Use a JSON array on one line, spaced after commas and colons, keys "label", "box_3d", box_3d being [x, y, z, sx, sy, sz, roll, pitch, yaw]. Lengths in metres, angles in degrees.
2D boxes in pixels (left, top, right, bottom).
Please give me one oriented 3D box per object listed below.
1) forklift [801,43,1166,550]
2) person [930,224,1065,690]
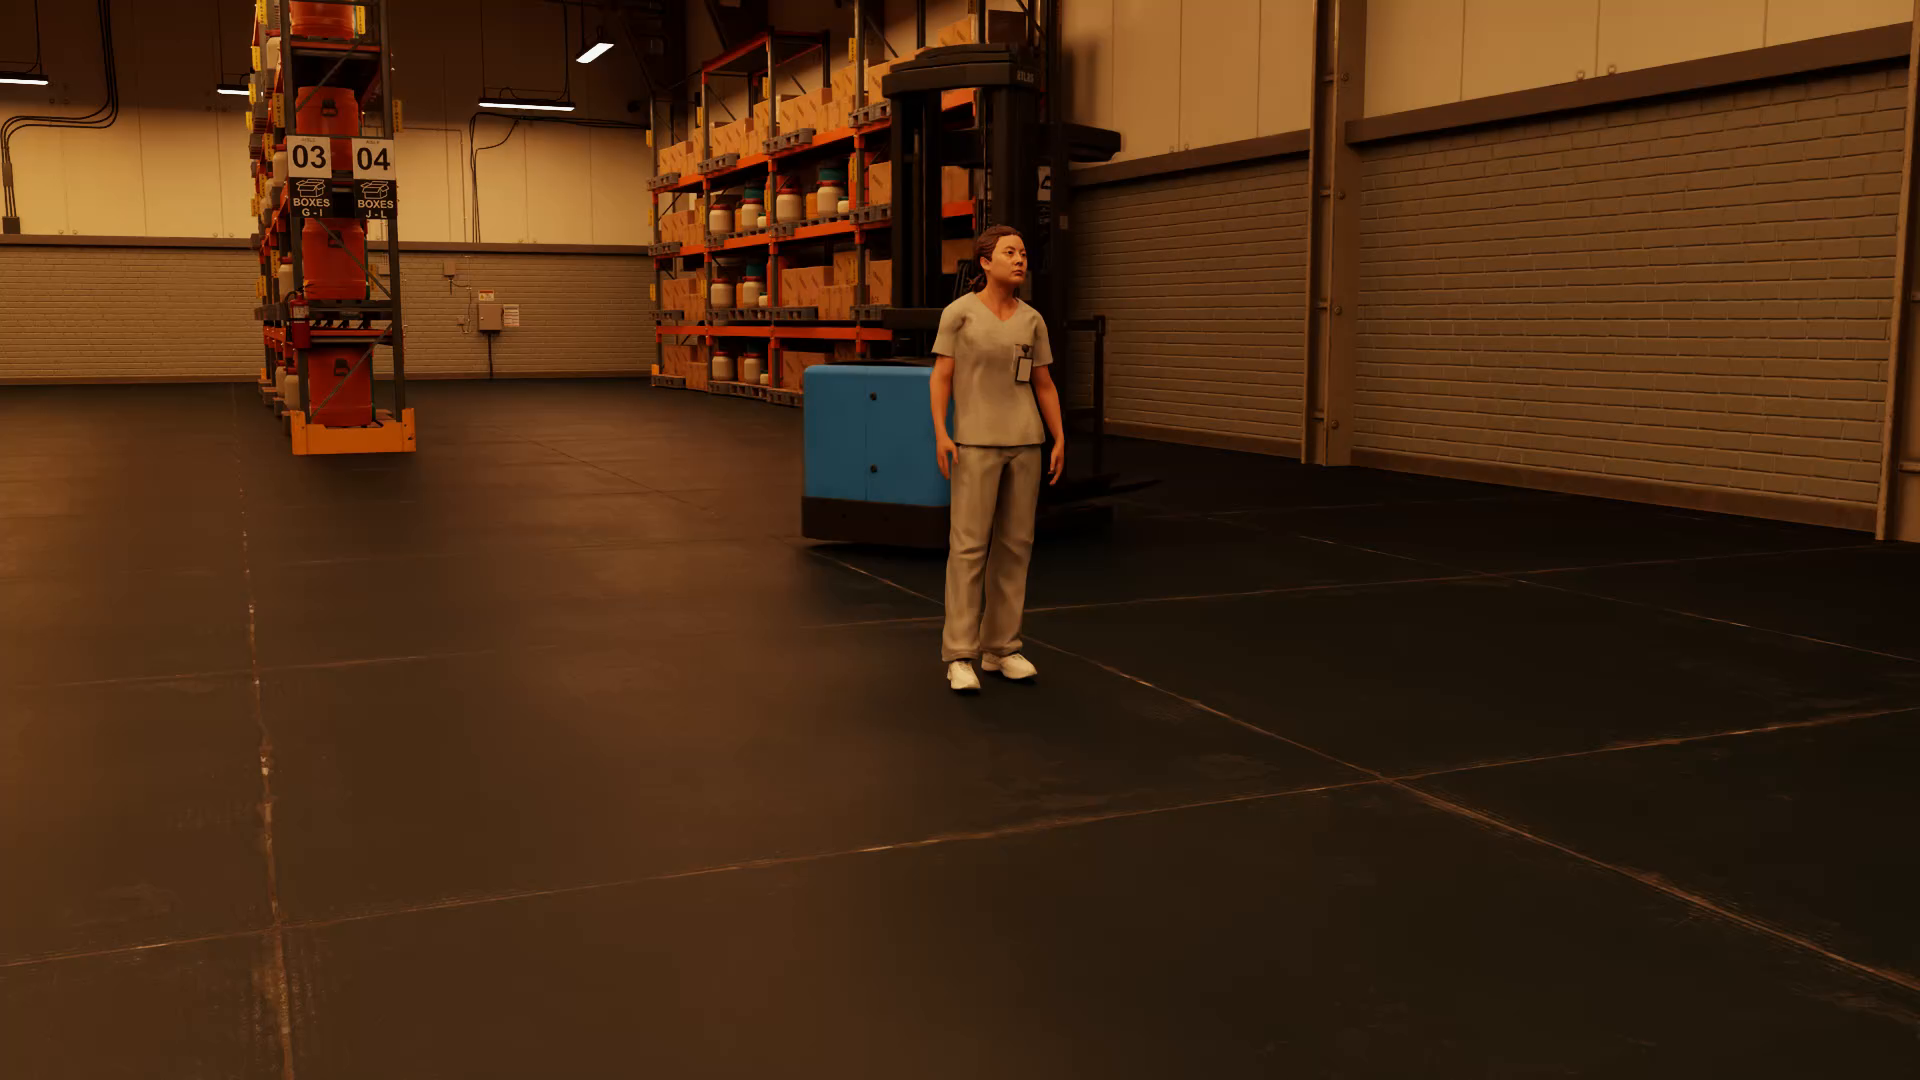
[{"label": "forklift", "box_3d": [0.320, -1.526, 10.514, 1.130, 2.935, 3.031, 5, 9, 34]}, {"label": "person", "box_3d": [0.156, -0.324, 6.139, 0.550, 1.673, 0.548, -3, 8, -22]}]
